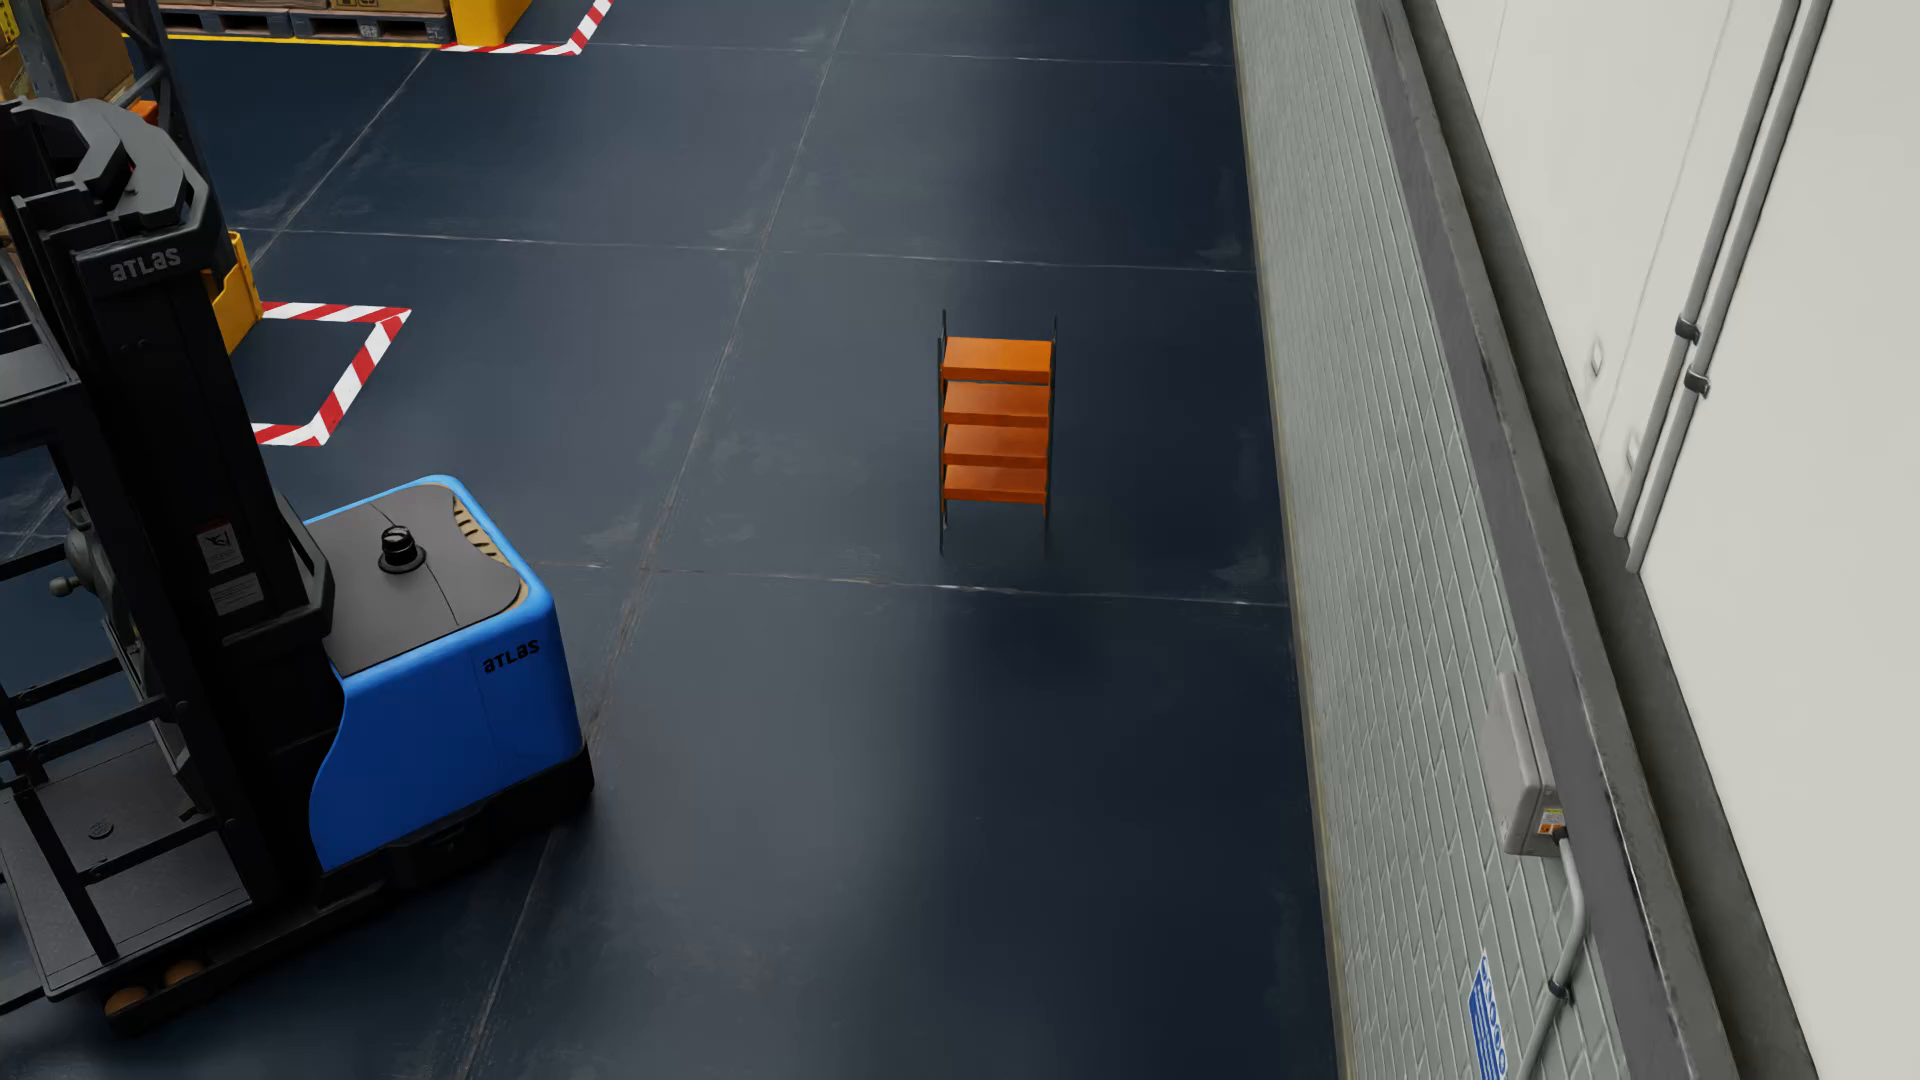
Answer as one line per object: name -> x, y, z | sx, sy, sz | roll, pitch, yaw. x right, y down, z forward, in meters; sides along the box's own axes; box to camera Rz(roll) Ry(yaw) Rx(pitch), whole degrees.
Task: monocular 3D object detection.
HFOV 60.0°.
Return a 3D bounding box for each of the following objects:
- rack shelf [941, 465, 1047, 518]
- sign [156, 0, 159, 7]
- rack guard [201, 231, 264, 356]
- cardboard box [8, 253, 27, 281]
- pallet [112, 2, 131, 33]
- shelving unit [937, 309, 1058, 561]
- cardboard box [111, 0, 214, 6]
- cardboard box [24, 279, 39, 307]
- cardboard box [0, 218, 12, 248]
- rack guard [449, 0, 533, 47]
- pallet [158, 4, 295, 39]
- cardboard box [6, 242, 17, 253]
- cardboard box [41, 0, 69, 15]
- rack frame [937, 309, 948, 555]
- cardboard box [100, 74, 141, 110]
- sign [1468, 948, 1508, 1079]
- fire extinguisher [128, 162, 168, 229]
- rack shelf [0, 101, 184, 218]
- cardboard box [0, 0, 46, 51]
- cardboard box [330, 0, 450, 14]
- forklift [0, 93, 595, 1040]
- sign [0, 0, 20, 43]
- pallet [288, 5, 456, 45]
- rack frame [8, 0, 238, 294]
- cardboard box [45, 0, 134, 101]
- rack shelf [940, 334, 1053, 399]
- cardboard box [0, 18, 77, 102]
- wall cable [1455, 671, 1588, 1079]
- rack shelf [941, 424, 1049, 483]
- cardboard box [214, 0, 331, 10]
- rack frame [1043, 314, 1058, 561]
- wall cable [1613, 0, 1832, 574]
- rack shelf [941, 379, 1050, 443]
rack shelf -> 0.165, -0.250, 7.698 | 0.480, 0.148, 0.258 | 3, 39, 4
sign -> -4.073, -2.800, 8.298 | 0.005, 0.325, 0.100 | 3, 39, 4
rack guard -> -4.196, -1.157, 8.946 | 0.348, 0.500, 1.175 | 3, 39, 4
cardboard box -> -4.915, -1.330, 8.633 | 0.250, 0.149, 0.380 | 4, 39, 5
pallet -> -6.825, -4.282, 13.014 | 1.213, 0.211, 1.003 | 3, 39, 4
shelving unit -> 0.165, -0.456, 7.531 | 0.503, 1.200, 0.258 | 3, 39, 4
cardboard box -> -6.029, -4.658, 12.617 | 0.875, 0.875, 0.875 | 3, 39, 4
cardboard box -> -4.669, -1.280, 8.571 | 0.250, 0.149, 0.380 | 4, 39, 4
cardboard box -> -5.138, -1.687, 9.071 | 0.250, 0.149, 0.380 | 3, 39, 4
rack guard -> -3.567, -4.266, 12.765 | 0.348, 0.500, 1.175 | 3, 39, 4
pallet -> -5.607, -4.218, 12.935 | 1.213, 0.211, 1.003 | 3, 39, 4
cardboard box -> -4.898, -1.592, 8.955 | 0.250, 0.149, 0.380 | 4, 39, 5
cardboard box -> -4.544, -2.856, 7.946 | 0.500, 0.500, 0.500 | 3, 39, 4
rack frame -> -0.078, -0.470, 7.547 | 0.015, 1.200, 0.240 | 3, 39, 4
cardboard box -> -4.414, -2.249, 8.506 | 0.250, 0.149, 0.380 | 3, 39, 3
sign -> 1.239, 1.157, 3.909 | 0.001, 0.218, 0.327 | 3, 39, 4
fire extinguisher -> -3.909, -1.644, 7.921 | 0.183, 0.674, 0.296 | 3, 39, 4
rack shelf -> -6.112, -1.953, 8.513 | 4.000, 0.370, 1.077 | 3, 39, 4
cardboard box -> -4.597, -2.533, 7.550 | 0.500, 0.500, 0.500 | 2, 39, 3
cardboard box -> -4.236, -4.560, 12.497 | 0.875, 0.875, 0.875 | 3, 39, 4
forklift -> -2.946, 0.203, 5.349 | 3.031, 2.935, 1.130 | -24, 45, -27
sign -> -4.188, -2.346, 7.259 | 0.005, 0.325, 0.100 | 3, 39, 4
pallet -> -4.395, -4.149, 12.851 | 1.213, 0.211, 1.003 | 3, 39, 4
rack frame -> -4.120, -2.123, 8.152 | 0.127, 3.000, 1.000 | 3, 39, 4
cardboard box -> -4.543, -2.475, 8.270 | 0.500, 0.500, 0.500 | 5, 39, 6
rack shelf -> 0.165, -0.761, 7.283 | 0.480, 0.148, 0.258 | 3, 39, 4
cardboard box -> -4.590, -2.139, 7.858 | 0.500, 0.500, 0.500 | 4, 39, 5
wall cable -> 1.173, 0.882, 3.631 | 0.123, 1.953, 0.585 | 3, 39, 4
rack shelf -> 0.165, -0.404, 7.573 | 0.480, 0.148, 0.258 | 3, 39, 4
cardboard box -> -5.142, -4.610, 12.558 | 0.875, 0.875, 0.875 | 3, 39, 4
rack frame -> 0.408, -0.443, 7.514 | 0.015, 1.200, 0.240 | 3, 39, 4
wall cable -> 1.245, -1.198, 2.264 | 0.029, 3.000, 0.463 | 3, 39, 4
rack shelf -> 0.165, -0.578, 7.432 | 0.480, 0.148, 0.258 | 3, 39, 4
